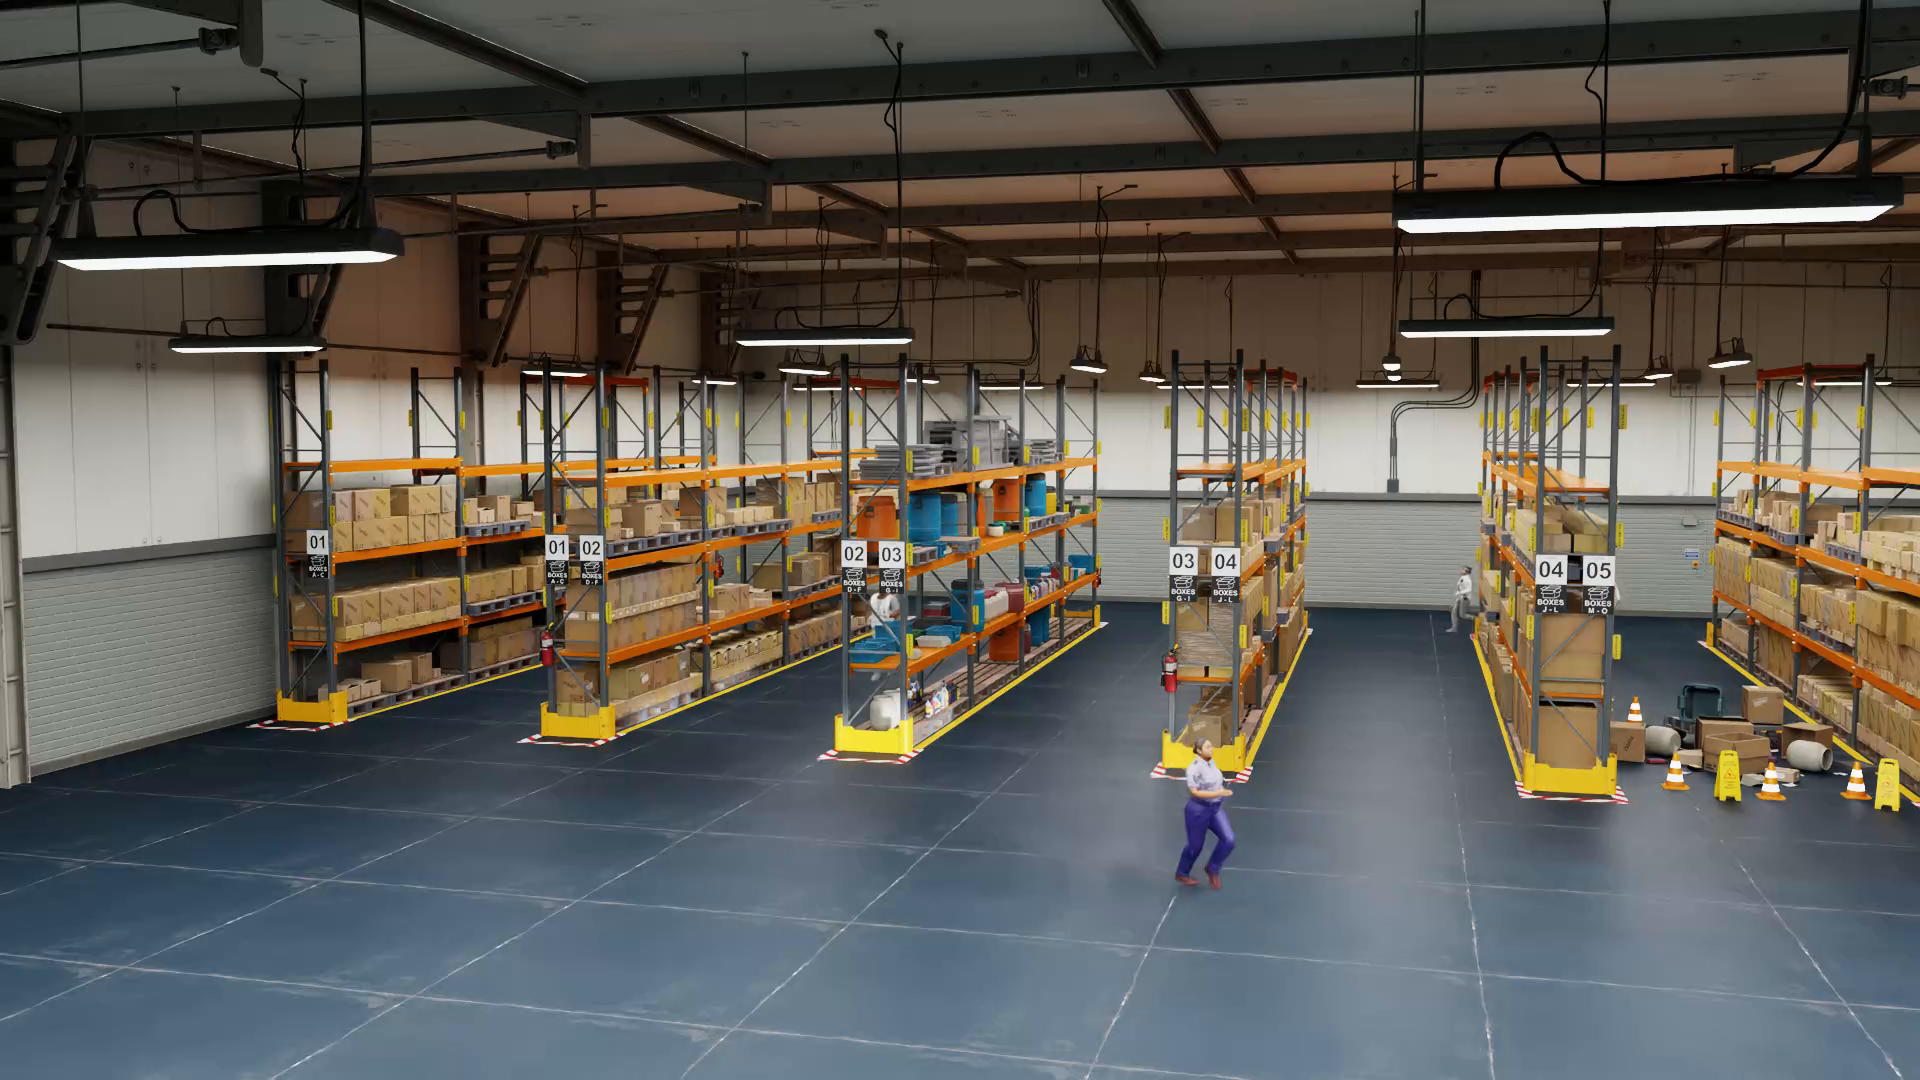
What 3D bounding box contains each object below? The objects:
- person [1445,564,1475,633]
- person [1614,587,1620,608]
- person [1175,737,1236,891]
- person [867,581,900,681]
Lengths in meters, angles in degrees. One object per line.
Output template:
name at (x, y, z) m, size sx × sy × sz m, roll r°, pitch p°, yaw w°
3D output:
person at (11.821, 1.378, 38.900) m, size 0.822 × 1.657 × 0.660 m, roll 0°, pitch 4°, yaw 3°
person at (13.824, 1.567, 35.829) m, size 0.706 × 1.755 × 0.760 m, roll 1°, pitch 4°, yaw 11°
person at (2.617, 2.924, 17.687) m, size 0.578 × 1.654 × 0.688 m, roll -4°, pitch 6°, yaw -44°
person at (-1.418, 1.637, 30.335) m, size 0.677 × 1.834 × 0.814 m, roll 1°, pitch 4°, yaw 17°
